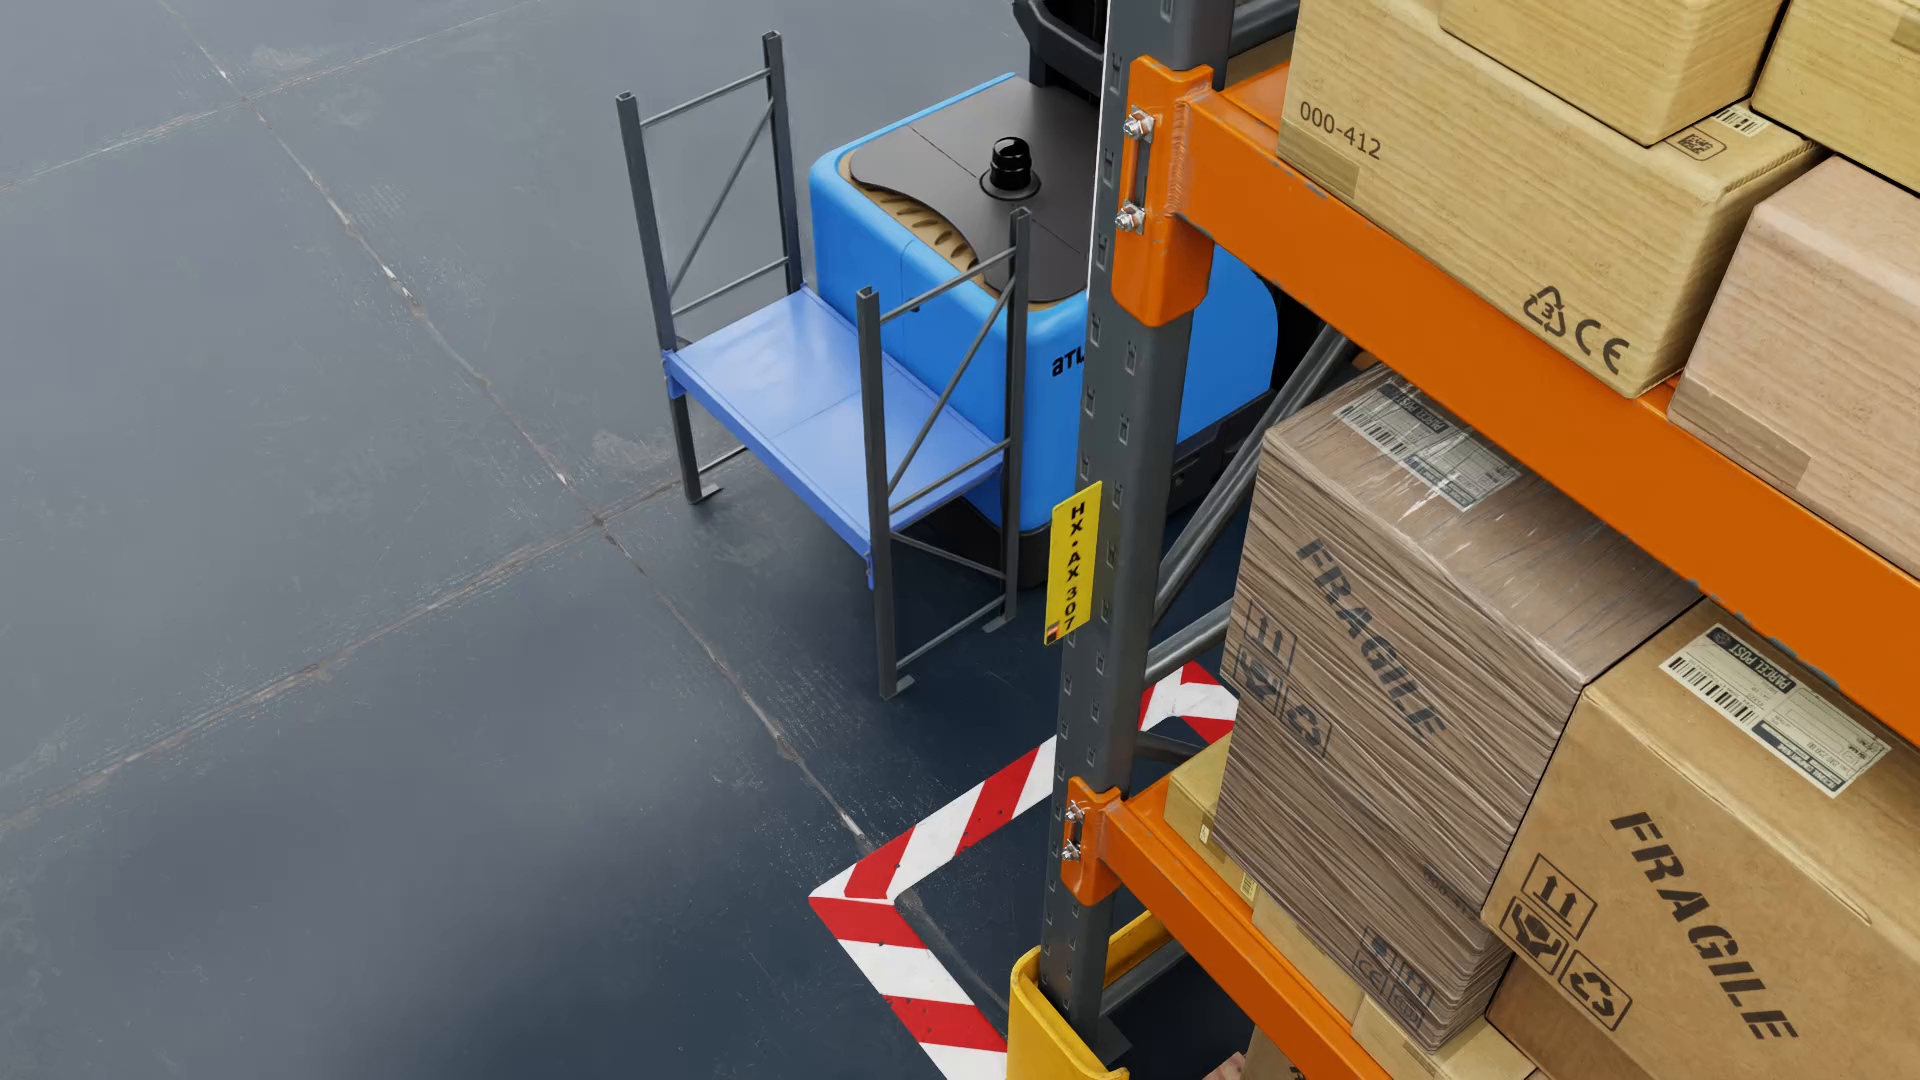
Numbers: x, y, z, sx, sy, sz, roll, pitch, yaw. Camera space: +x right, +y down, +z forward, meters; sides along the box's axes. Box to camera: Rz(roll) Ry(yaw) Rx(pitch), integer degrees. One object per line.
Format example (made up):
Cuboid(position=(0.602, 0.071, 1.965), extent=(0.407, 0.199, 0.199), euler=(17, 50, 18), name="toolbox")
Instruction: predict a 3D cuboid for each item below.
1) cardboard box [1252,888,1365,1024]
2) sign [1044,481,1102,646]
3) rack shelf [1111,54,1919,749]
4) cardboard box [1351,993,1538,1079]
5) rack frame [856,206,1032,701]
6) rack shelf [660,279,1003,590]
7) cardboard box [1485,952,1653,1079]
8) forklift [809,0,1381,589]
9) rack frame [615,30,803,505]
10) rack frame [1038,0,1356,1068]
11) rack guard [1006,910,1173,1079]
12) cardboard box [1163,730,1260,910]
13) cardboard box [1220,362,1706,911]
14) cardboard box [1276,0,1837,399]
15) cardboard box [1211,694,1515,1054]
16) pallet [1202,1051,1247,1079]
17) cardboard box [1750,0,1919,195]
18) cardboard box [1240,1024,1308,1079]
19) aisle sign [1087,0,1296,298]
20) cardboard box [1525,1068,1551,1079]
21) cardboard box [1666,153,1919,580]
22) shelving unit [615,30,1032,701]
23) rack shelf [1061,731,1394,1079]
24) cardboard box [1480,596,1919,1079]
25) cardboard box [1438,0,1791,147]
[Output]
Cuboid(position=(0.729, 0.603, 2.848), extent=(0.380, 0.149, 0.250), euler=(-29, 54, -24), name="cardboard box")
Cuboid(position=(0.178, 0.040, 2.605), extent=(0.100, 0.325, 0.005), euler=(-29, 54, -24), name="sign")
Cuboid(position=(1.821, 0.501, 1.232), extent=(1.077, 0.370, 4.000), euler=(-29, 54, -24), name="rack shelf")
Cuboid(position=(0.868, 0.757, 2.709), extent=(0.380, 0.149, 0.250), euler=(-29, 54, -24), name="cardboard box")
Cuboid(position=(-0.032, -0.161, 4.384), extent=(0.500, 1.500, 0.032), euler=(-32, 55, -25), name="rack frame")
Cuboid(position=(-0.357, -0.331, 4.780), extent=(0.538, 0.185, 1.000), euler=(-32, 55, -25), name="rack shelf")
Cuboid(position=(1.319, 0.531, 2.475), extent=(0.875, 0.500, 0.500), euler=(-29, 54, -24), name="cardboard box")
Cuboid(position=(1.015, -1.757, 4.864), extent=(3.031, 2.935, 1.130), euler=(-31, 55, -25), name="forklift")
Cuboid(position=(-0.681, -0.742, 4.910), extent=(0.500, 1.500, 0.032), euler=(-32, 55, -25), name="rack frame")
Cuboid(position=(0.610, 0.087, 3.146), extent=(1.000, 3.000, 0.127), euler=(-29, 54, -24), name="rack frame")
Cuboid(position=(0.656, 0.972, 4.032), extent=(1.175, 0.500, 0.348), euler=(-29, 54, -24), name="rack guard")
Cuboid(position=(0.593, 0.447, 2.990), extent=(0.380, 0.149, 0.250), euler=(-29, 54, -24), name="cardboard box")
Cuboid(position=(0.726, 0.065, 2.224), extent=(0.500, 0.500, 0.500), euler=(-29, 54, -24), name="cardboard box")
Cuboid(position=(0.696, -0.470, 1.728), extent=(0.500, 0.250, 0.500), euler=(-28, 54, -23), name="cardboard box")
Cuboid(position=(0.921, 0.290, 2.694), extent=(0.875, 0.500, 0.500), euler=(-29, 54, -24), name="cardboard box")
Cuboid(position=(1.120, 1.564, 3.690), extent=(1.003, 0.211, 1.213), euler=(-29, 54, -24), name="pallet")
Cuboid(position=(0.924, -0.448, 1.439), extent=(0.380, 0.149, 0.250), euler=(-30, 55, -25), name="cardboard box")
Cuboid(position=(0.975, 1.162, 3.576), extent=(0.500, 0.500, 0.500), euler=(-20, 51, -17), name="cardboard box")
Cuboid(position=(0.334, -0.688, 2.094), extent=(0.394, 0.787, 0.004), euler=(-29, 54, -24), name="aisle sign")
Cuboid(position=(1.036, 0.895, 2.584), extent=(0.380, 0.149, 0.250), euler=(-29, 54, -24), name="cardboard box")
Cuboid(position=(1.013, -0.168, 1.455), extent=(0.500, 0.250, 0.500), euler=(-31, 55, -25), name="cardboard box")
Cuboid(position=(-0.357, -0.452, 4.647), extent=(0.538, 1.500, 1.048), euler=(-32, 55, -25), name="shelving unit")
Cuboid(position=(1.821, 1.508, 2.344), extent=(1.077, 0.370, 4.000), euler=(-29, 54, -24), name="rack shelf")
Cuboid(position=(1.023, 0.363, 1.954), extent=(0.500, 0.500, 0.500), euler=(-29, 54, -24), name="cardboard box")
Cuboid(position=(0.673, -0.541, 1.524), extent=(0.380, 0.149, 0.250), euler=(-28, 54, -23), name="cardboard box")
